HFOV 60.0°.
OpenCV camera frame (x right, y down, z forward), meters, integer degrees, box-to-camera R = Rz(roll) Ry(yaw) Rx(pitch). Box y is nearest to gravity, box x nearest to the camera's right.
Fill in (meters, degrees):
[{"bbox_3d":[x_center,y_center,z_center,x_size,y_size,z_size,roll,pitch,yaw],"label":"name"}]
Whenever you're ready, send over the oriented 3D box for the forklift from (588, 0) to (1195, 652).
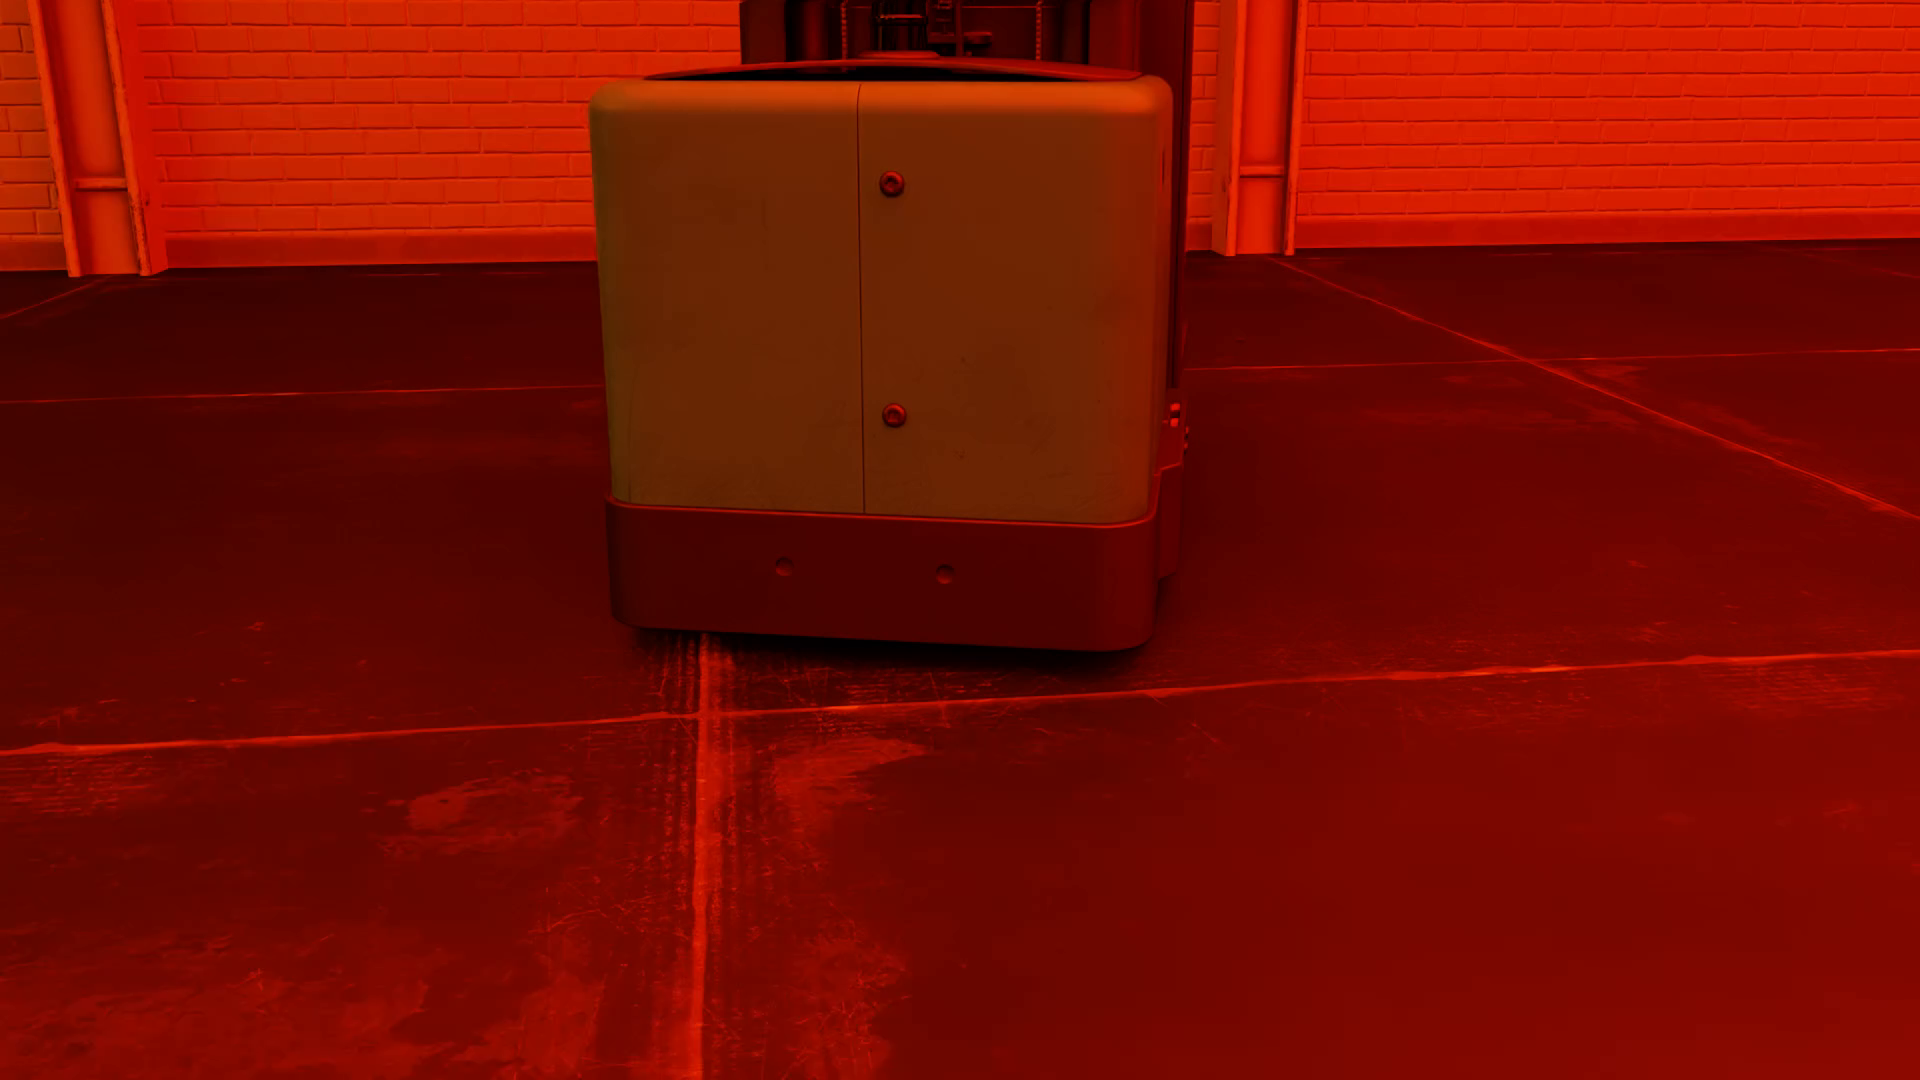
[{"bbox_3d":[0.051,-1.580,4.128,1.130,2.935,3.031,2,17,8],"label":"forklift"}]
